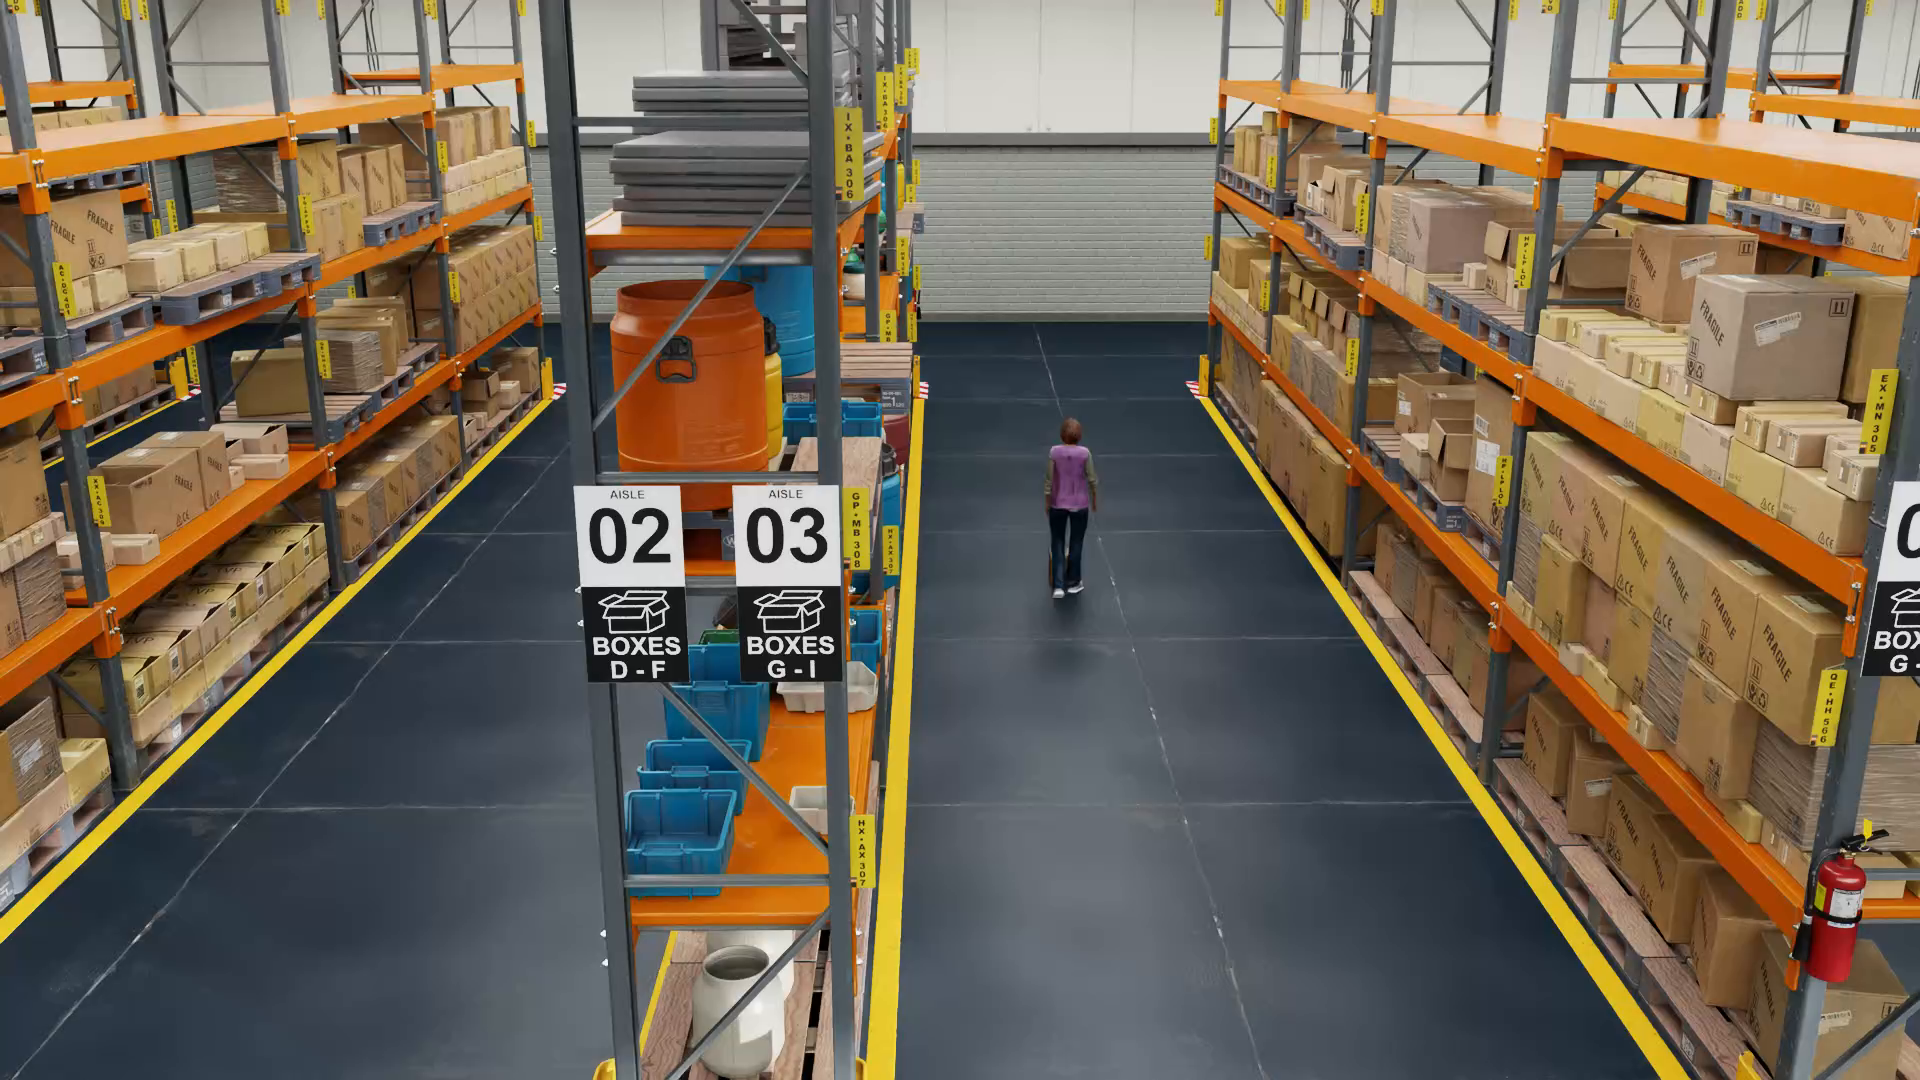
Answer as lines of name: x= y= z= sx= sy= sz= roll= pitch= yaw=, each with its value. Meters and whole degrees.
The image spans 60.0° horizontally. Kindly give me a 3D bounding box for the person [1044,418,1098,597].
person: x=0.962 y=-0.264 z=14.479 sx=0.461 sy=1.665 sz=0.422 roll=2 pitch=18 yaw=6
